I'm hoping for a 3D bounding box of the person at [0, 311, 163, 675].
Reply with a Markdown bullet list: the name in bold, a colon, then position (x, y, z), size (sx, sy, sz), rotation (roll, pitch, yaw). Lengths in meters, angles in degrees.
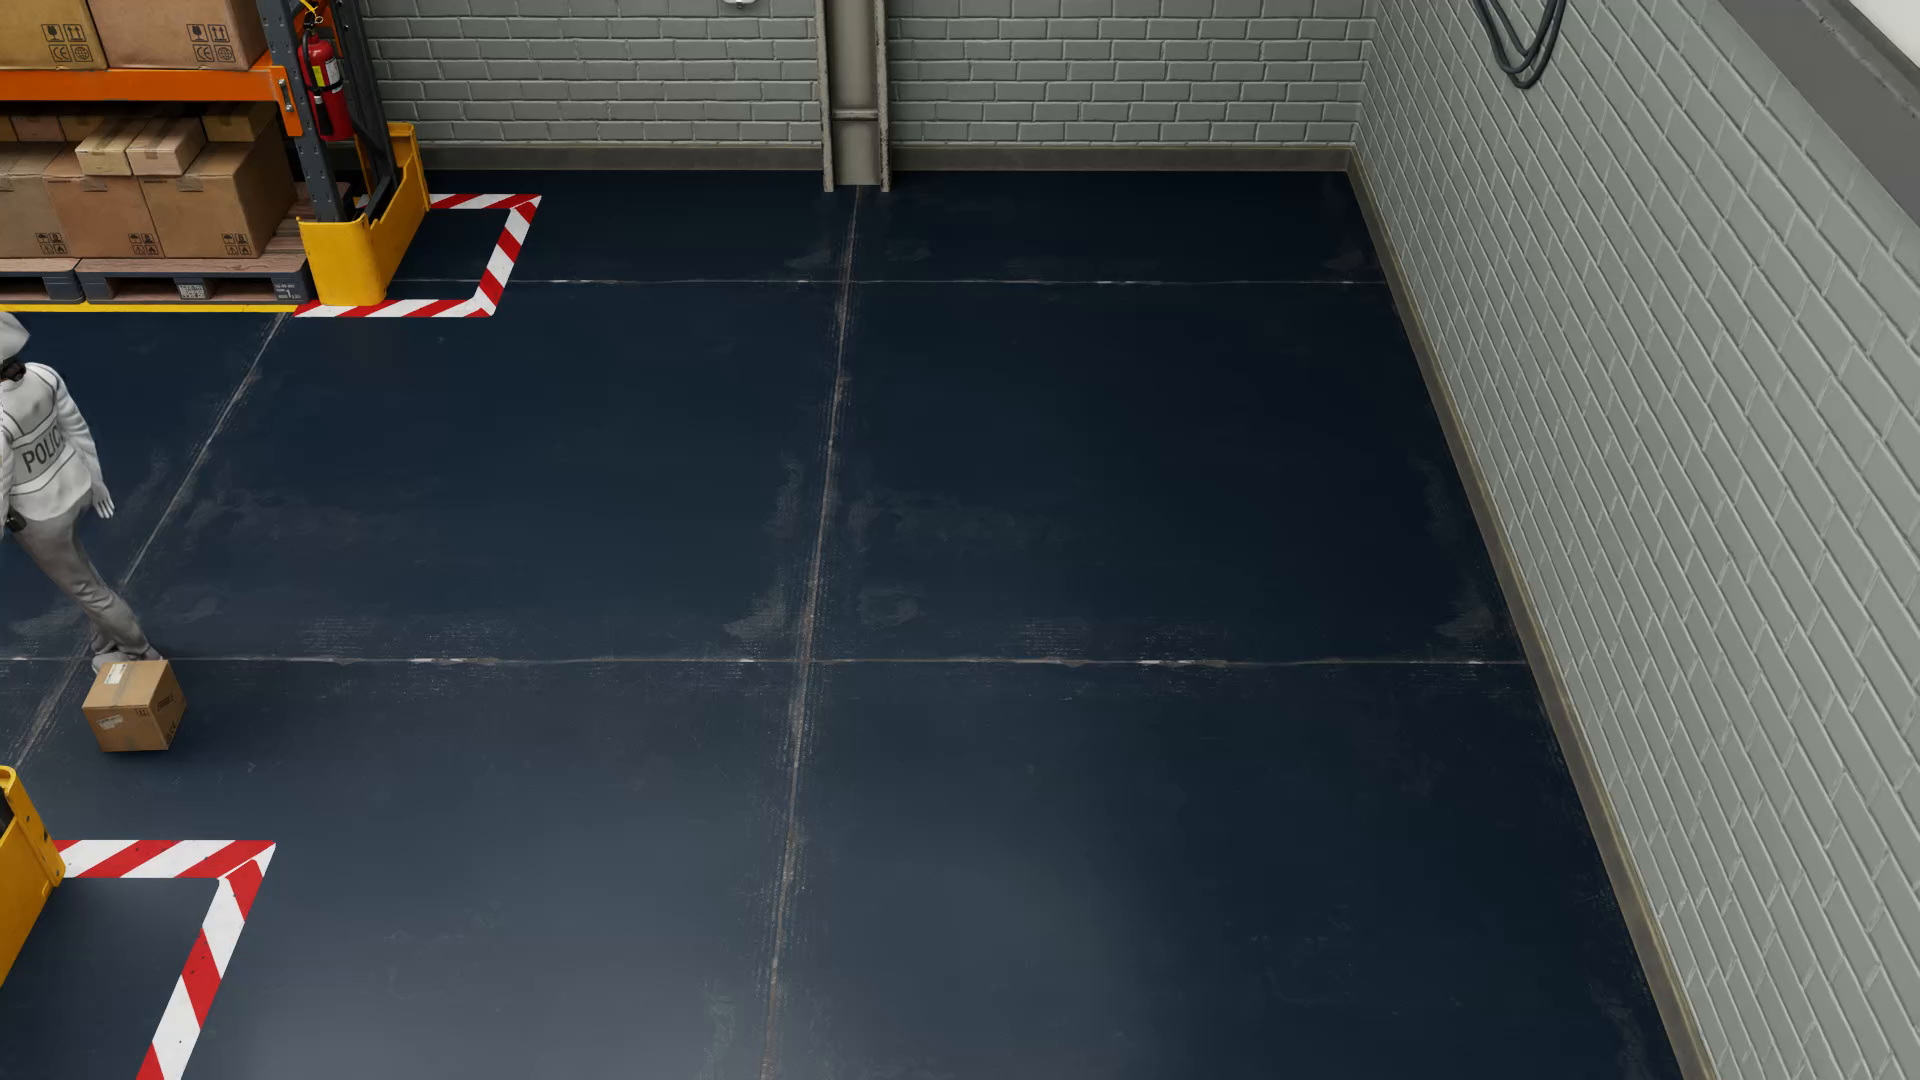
- **person**: position (-3.468, -0.112, 6.269), size (0.456, 1.734, 0.482), rotation (3, 40, 4)
